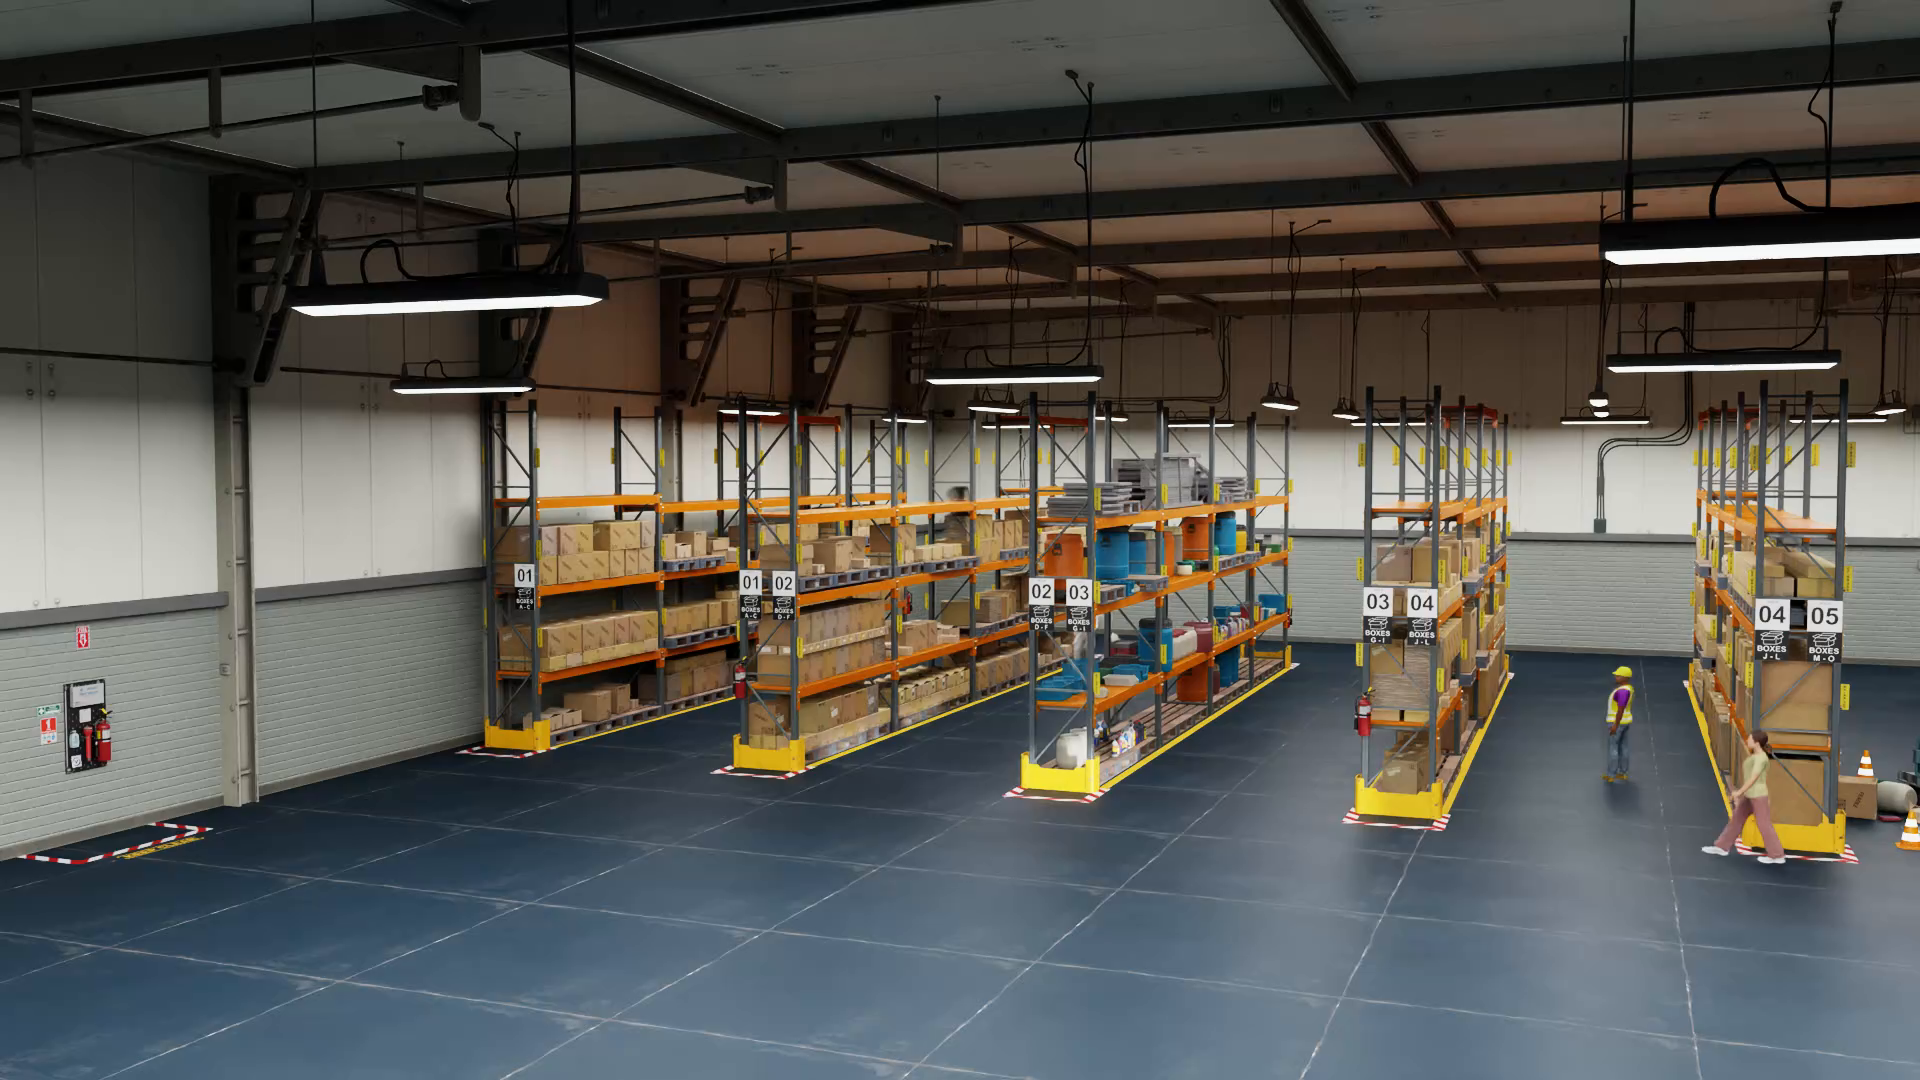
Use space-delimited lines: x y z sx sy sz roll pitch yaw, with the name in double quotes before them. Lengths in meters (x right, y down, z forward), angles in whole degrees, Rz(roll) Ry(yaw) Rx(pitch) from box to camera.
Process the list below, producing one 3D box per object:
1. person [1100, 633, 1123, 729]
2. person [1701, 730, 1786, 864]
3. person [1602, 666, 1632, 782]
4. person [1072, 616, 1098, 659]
"person" 2.766 2.594 30.820 0.480 1.775 0.674 1 3 18
"person" 9.699 3.156 20.521 0.907 1.636 0.515 1 3 11
"person" 10.237 2.846 25.831 0.438 1.776 0.583 2 4 40
"person" 2.876 2.272 38.324 0.666 1.778 1.027 1 3 22
